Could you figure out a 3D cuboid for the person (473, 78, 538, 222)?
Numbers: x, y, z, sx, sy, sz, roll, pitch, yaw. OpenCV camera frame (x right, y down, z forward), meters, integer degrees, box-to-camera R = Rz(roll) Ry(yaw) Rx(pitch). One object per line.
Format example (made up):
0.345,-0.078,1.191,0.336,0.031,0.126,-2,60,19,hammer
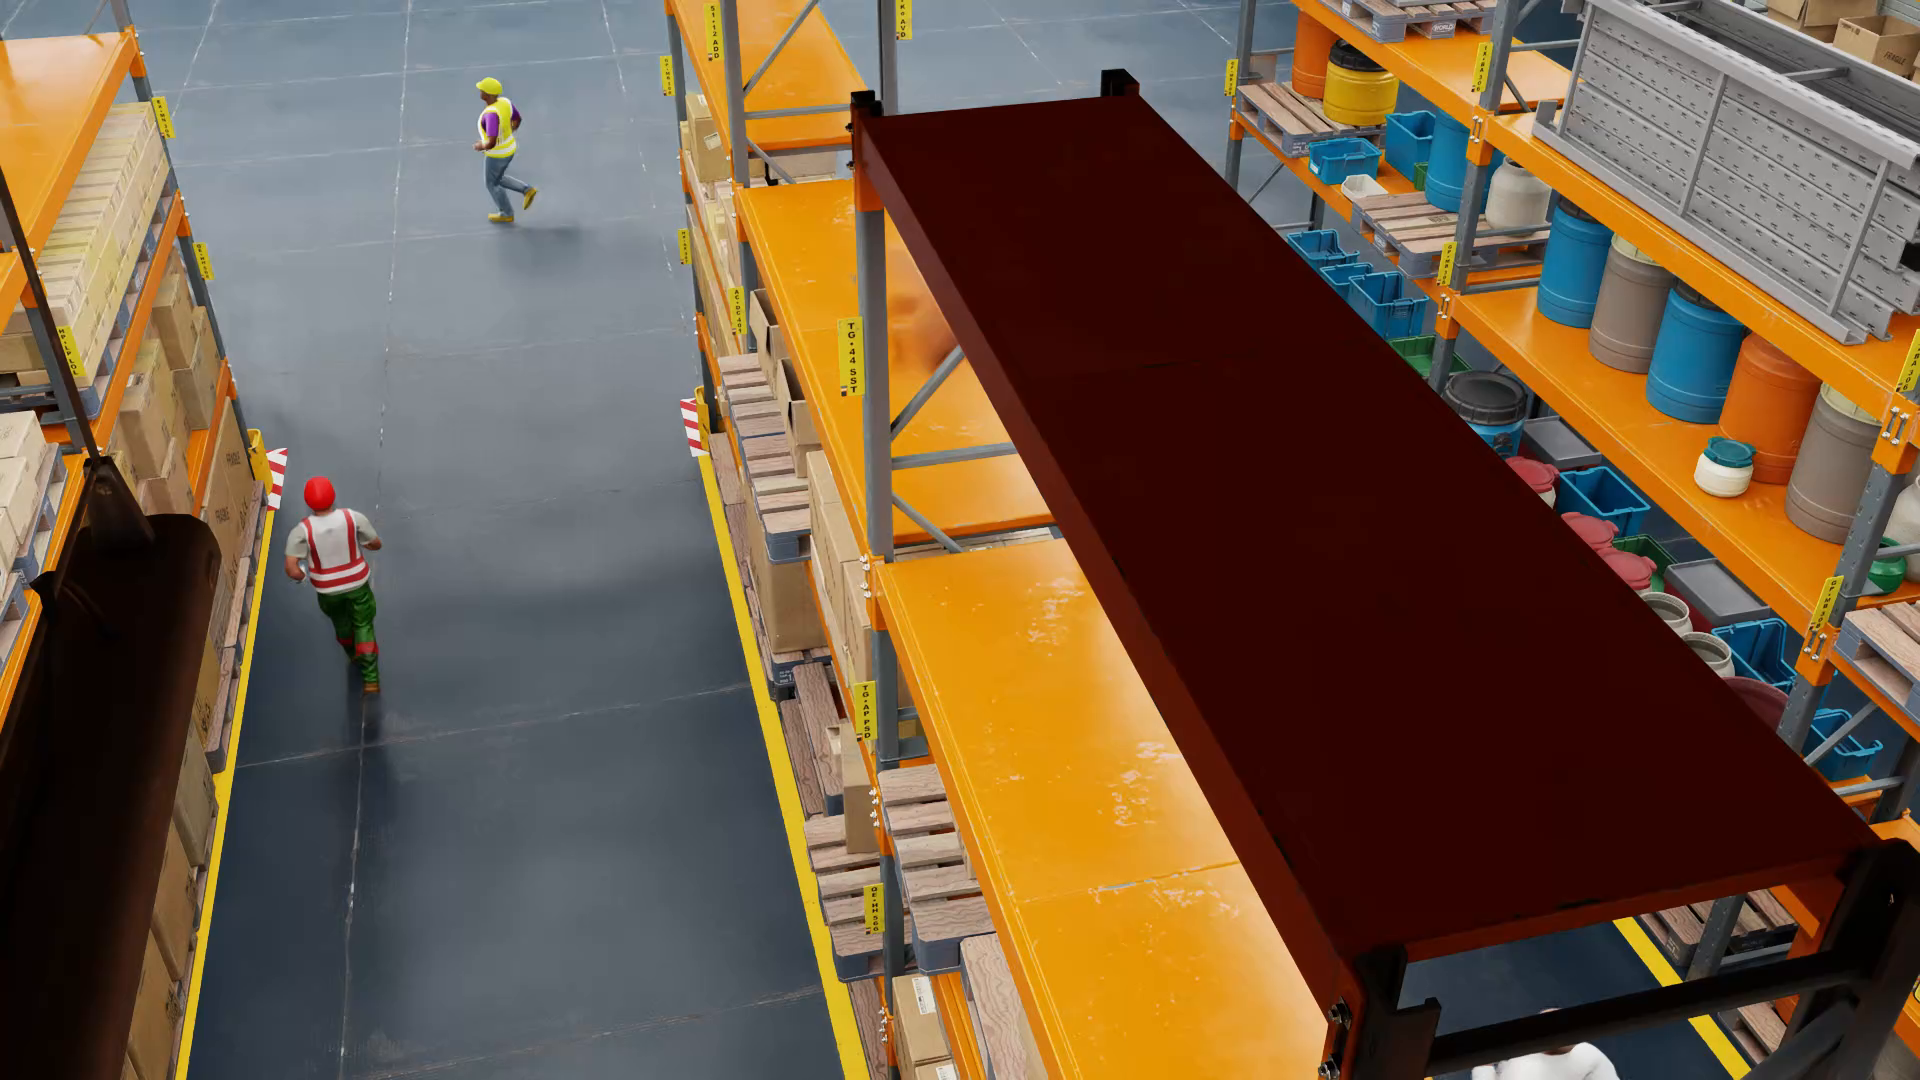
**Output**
-5.251,-4.460,19.085,0.618,1.722,0.718,5,35,7,person

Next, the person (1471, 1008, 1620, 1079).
2.794,2.925,8.244,0.715,1.754,1.020,-15,37,-21,person

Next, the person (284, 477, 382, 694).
-4.470,0.307,12.026,0.656,1.786,0.947,-12,36,-18,person
